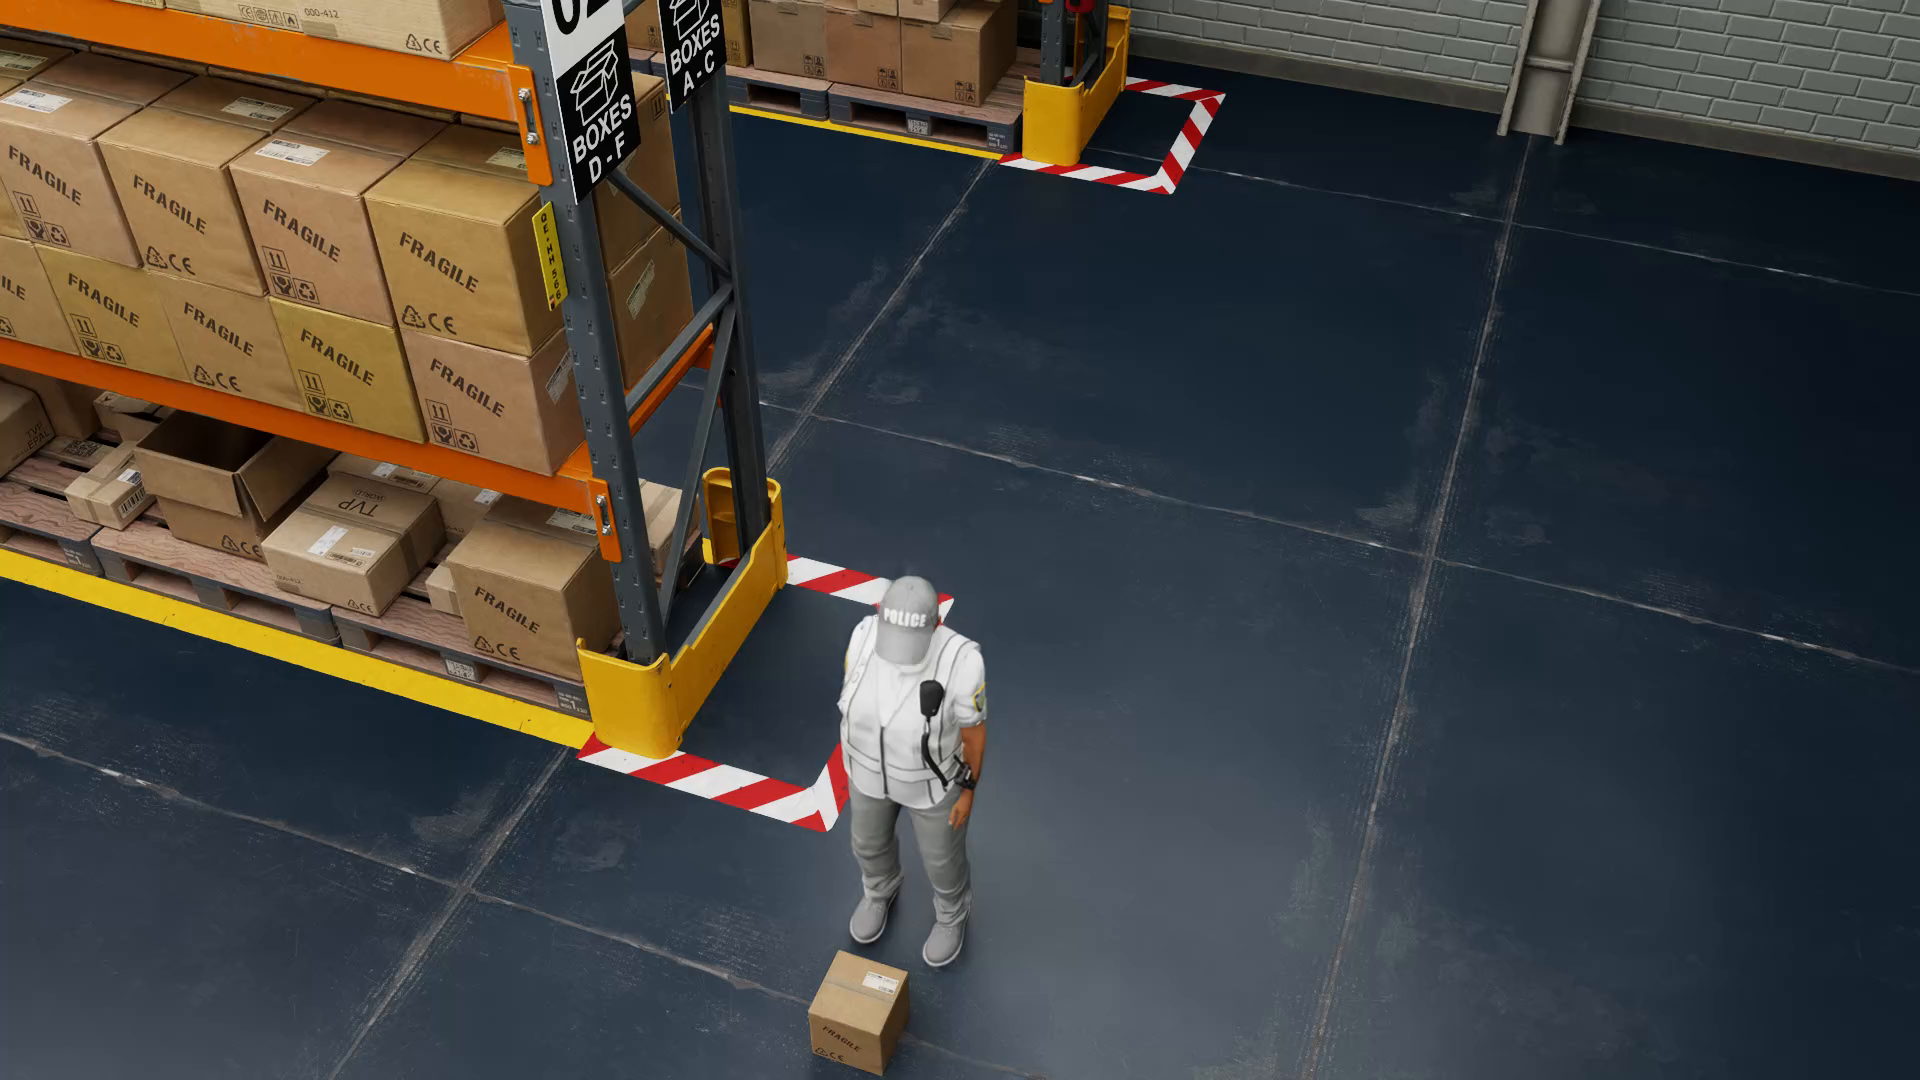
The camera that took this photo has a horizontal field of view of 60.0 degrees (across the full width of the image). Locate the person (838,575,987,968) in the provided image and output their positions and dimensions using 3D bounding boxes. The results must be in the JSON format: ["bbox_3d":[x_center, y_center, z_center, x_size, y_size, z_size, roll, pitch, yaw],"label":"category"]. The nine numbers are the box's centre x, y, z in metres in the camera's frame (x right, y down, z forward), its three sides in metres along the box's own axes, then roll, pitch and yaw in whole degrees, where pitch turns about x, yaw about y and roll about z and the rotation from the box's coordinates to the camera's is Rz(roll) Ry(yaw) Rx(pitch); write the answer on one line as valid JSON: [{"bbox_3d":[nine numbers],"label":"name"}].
[{"bbox_3d":[-0.149,0.745,5.332,0.470,1.659,0.390,15,44,16],"label":"person"}]
